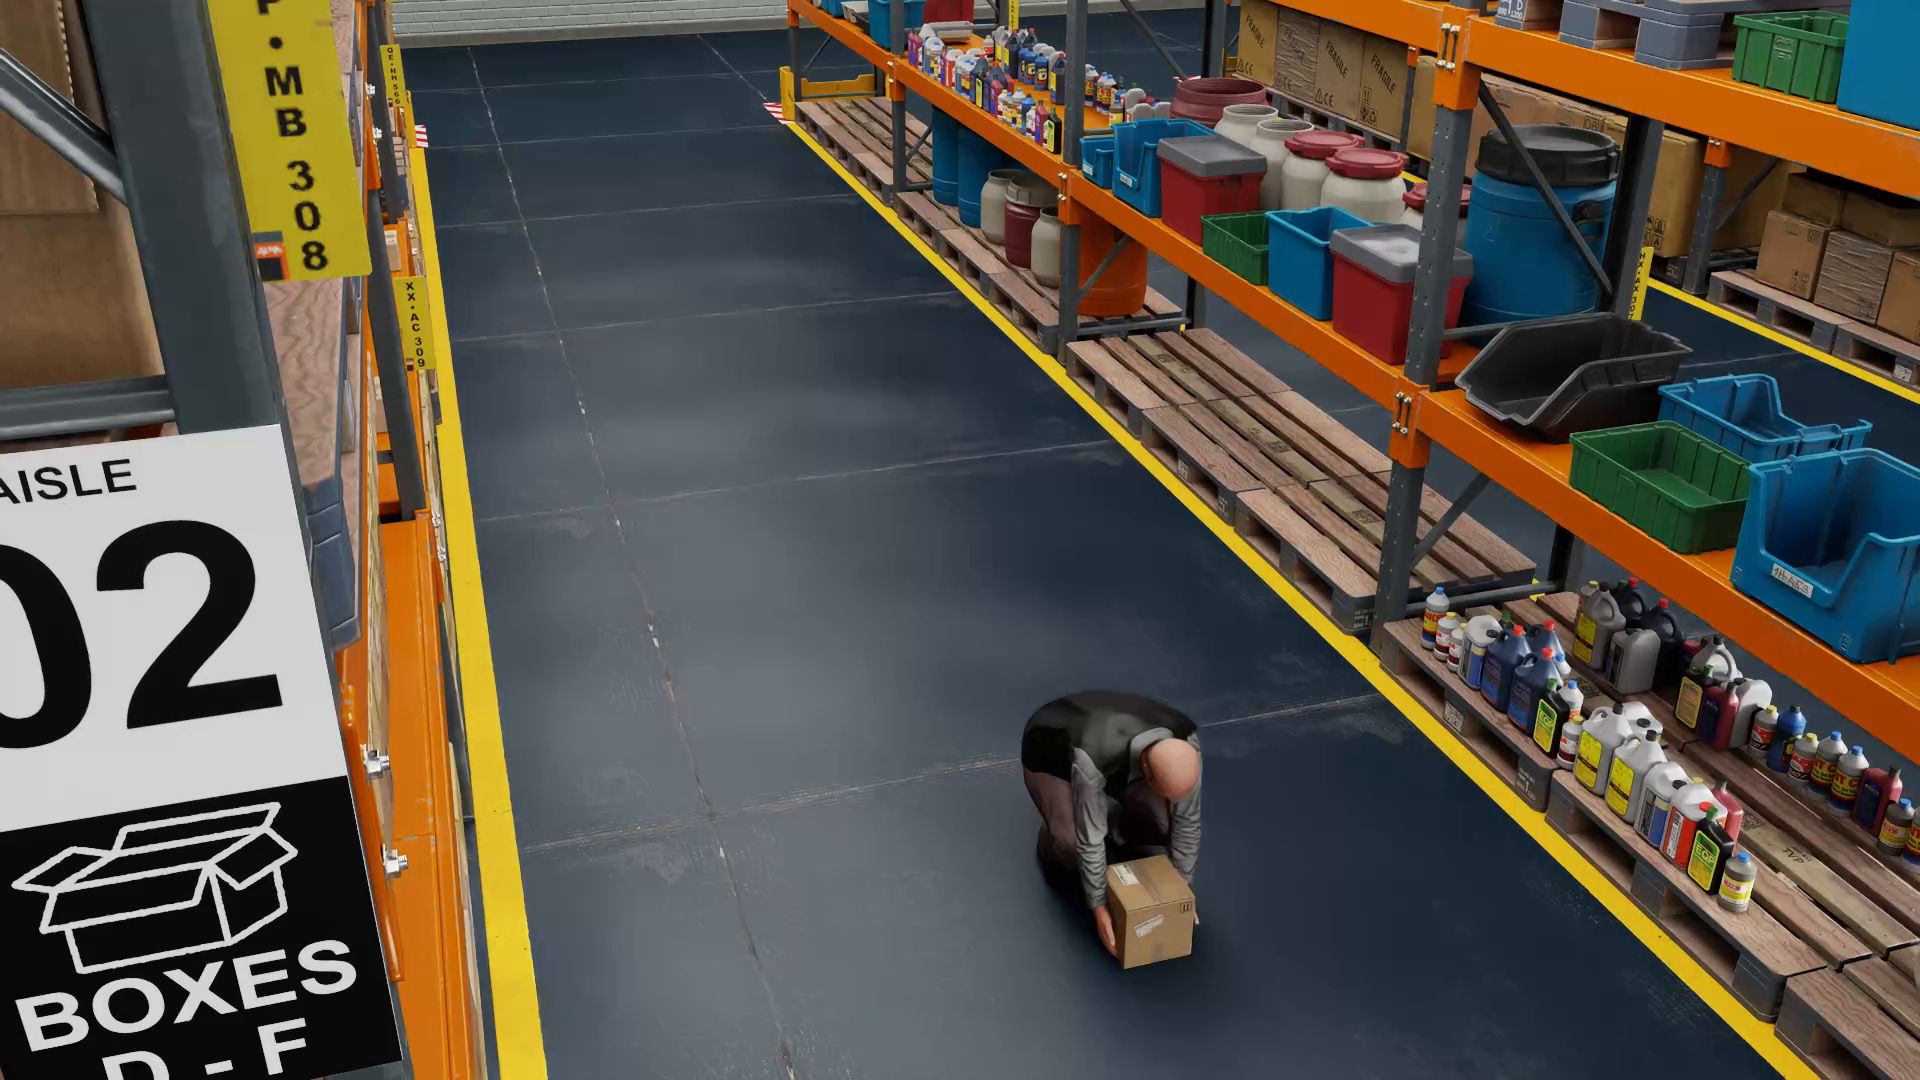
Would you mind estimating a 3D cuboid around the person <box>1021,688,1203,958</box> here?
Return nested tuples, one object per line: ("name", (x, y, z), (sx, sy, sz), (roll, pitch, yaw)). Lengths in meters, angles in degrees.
("person", (0.545, 0.897, 5.878), (0.529, 0.834, 0.881), (-8, 27, -16))
